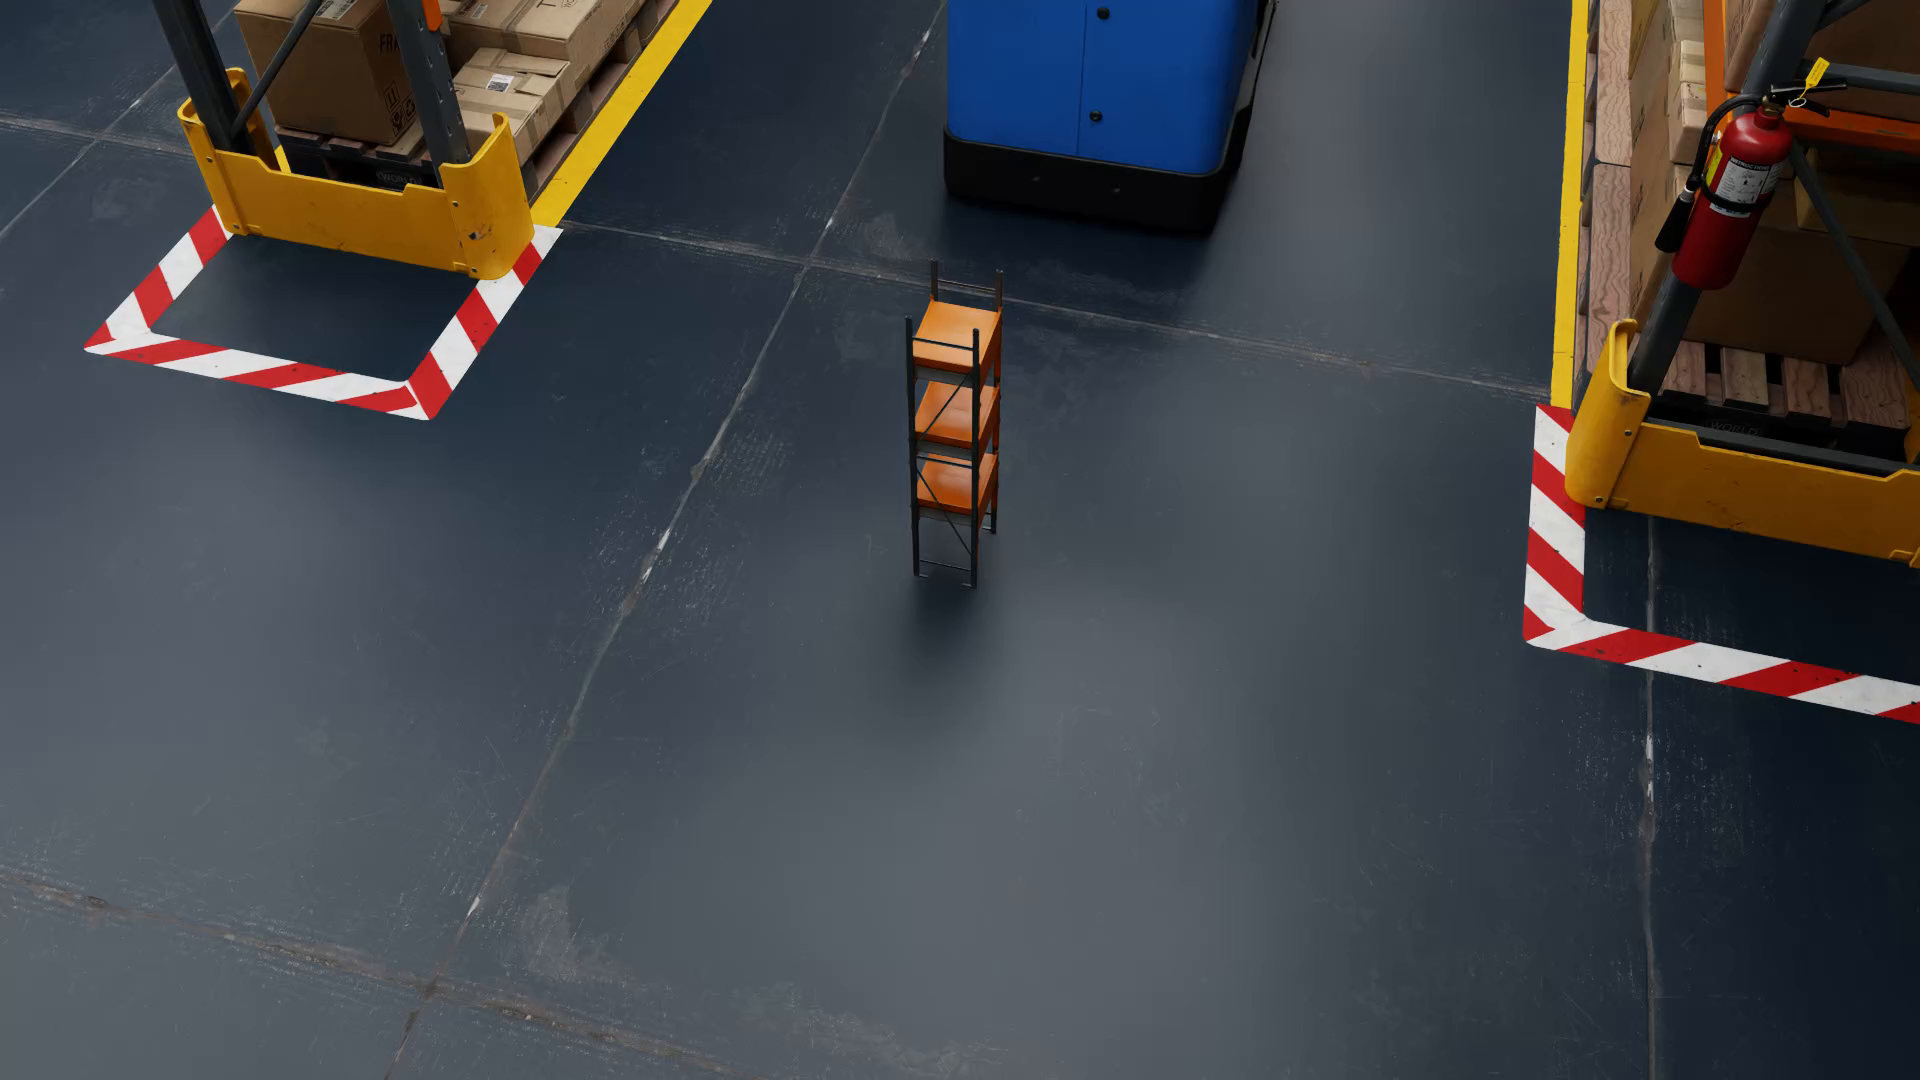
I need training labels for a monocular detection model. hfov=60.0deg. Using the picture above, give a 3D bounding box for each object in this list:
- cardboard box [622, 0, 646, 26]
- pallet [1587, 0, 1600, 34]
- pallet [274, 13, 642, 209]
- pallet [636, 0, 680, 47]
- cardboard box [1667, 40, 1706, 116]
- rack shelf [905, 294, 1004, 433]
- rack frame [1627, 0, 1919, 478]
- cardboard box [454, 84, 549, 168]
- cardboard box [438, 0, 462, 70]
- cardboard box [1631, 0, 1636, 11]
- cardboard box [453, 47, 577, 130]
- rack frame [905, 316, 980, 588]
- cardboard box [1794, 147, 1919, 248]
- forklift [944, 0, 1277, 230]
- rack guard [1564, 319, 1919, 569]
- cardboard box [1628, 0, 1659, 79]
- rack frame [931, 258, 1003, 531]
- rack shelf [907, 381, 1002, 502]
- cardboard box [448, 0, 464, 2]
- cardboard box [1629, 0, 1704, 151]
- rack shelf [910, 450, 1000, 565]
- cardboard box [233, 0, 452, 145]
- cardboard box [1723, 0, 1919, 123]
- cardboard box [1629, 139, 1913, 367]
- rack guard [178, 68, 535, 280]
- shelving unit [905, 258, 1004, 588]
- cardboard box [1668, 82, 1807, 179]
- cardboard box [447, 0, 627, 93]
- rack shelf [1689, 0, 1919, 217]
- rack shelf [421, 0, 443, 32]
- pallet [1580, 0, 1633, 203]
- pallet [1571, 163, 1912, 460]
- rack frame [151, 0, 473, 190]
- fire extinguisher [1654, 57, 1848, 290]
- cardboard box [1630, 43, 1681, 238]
[{"bbox_3d":[-1.537,-2.413,6.919,0.500,0.250,0.500,12,50,10],"label":"cardboard box"},{"bbox_3d":[3.340,-2.577,7.384,1.003,0.211,1.213,12,50,10],"label":"pallet"},{"bbox_3d":[-1.988,-1.825,6.720,1.003,0.211,1.213,12,50,10],"label":"pallet"},{"bbox_3d":[-1.665,-2.705,7.497,1.003,0.211,1.213,12,50,10],"label":"pallet"},{"bbox_3d":[2.575,-1.508,5.535,0.380,0.149,0.250,13,50,11],"label":"cardboard box"},{"bbox_3d":[-0.014,-0.489,4.617,0.215,0.259,0.240,12,50,10],"label":"rack shelf"},{"bbox_3d":[2.563,-1.141,4.257,1.000,3.000,0.127,12,50,10],"label":"rack frame"},{"bbox_3d":[-1.775,-1.554,6.228,0.380,0.149,0.250,12,50,10],"label":"cardboard box"},{"bbox_3d":[-2.118,-2.041,6.647,0.380,0.166,0.250,12,50,10],"label":"cardboard box"},{"bbox_3d":[3.185,-2.463,6.810,0.700,0.500,0.500,11,50,10],"label":"cardboard box"},{"bbox_3d":[-1.709,-1.740,6.382,0.380,0.166,0.250,12,50,10],"label":"cardboard box"},{"bbox_3d":[-0.046,-0.220,4.744,0.200,1.050,0.008,12,50,10],"label":"rack frame"},{"bbox_3d":[2.811,-1.064,5.143,0.380,0.149,0.250,12,50,10],"label":"cardboard box"},{"bbox_3d":[0.799,-3.252,6.165,1.130,2.935,3.031,11,49,9],"label":"forklift"},{"bbox_3d":[2.557,-0.297,5.179,1.175,0.500,0.348,12,50,10],"label":"rack guard"},{"bbox_3d":[3.047,-2.092,6.483,0.700,0.500,0.500,13,50,11],"label":"cardboard box"},{"bbox_3d":[0.018,-0.397,4.900,0.200,1.050,0.008,12,50,10],"label":"rack frame"},{"bbox_3d":[-0.014,-0.302,4.830,0.215,0.259,0.240,12,50,10],"label":"rack shelf"},{"bbox_3d":[-2.033,-2.475,6.974,0.500,0.250,0.500,12,50,10],"label":"cardboard box"},{"bbox_3d":[2.914,-1.705,6.141,0.700,0.500,0.500,10,49,9],"label":"cardboard box"},{"bbox_3d":[-0.014,-0.118,5.039,0.215,0.259,0.240,12,50,10],"label":"rack shelf"},{"bbox_3d":[-2.312,-1.877,6.279,0.500,0.500,0.500,12,50,10],"label":"cardboard box"},{"bbox_3d":[2.688,-1.612,4.472,0.980,0.700,0.700,14,50,12],"label":"cardboard box"},{"bbox_3d":[2.651,-0.979,5.501,0.700,0.500,0.500,12,50,10],"label":"cardboard box"},{"bbox_3d":[-2.197,-1.344,6.103,1.175,0.500,0.348,12,50,10],"label":"rack guard"},{"bbox_3d":[-0.014,-0.309,4.822,0.215,1.050,0.252,12,50,10],"label":"shelving unit"},{"bbox_3d":[2.509,-1.323,5.371,0.380,0.149,0.250,11,49,10],"label":"cardboard box"},{"bbox_3d":[-1.669,-2.051,6.600,0.500,0.250,0.500,12,50,10],"label":"cardboard box"},{"bbox_3d":[3.089,-2.350,5.803,1.077,0.370,4.000,12,50,10],"label":"rack shelf"},{"bbox_3d":[-1.691,-3.325,6.664,1.077,0.370,4.000,12,50,10],"label":"rack shelf"},{"bbox_3d":[3.021,-1.692,6.603,1.003,0.211,1.213,12,50,10],"label":"pallet"},{"bbox_3d":[2.698,-0.812,5.826,1.003,0.211,1.213,12,50,10],"label":"pallet"},{"bbox_3d":[-2.217,-2.116,5.117,1.000,3.000,0.127,12,50,10],"label":"rack frame"},{"bbox_3d":[2.078,-0.974,4.410,0.296,0.674,0.183,12,50,10],"label":"fire extinguisher"},{"bbox_3d":[2.782,-1.341,5.820,0.700,0.500,0.500,11,50,10],"label":"cardboard box"}]
